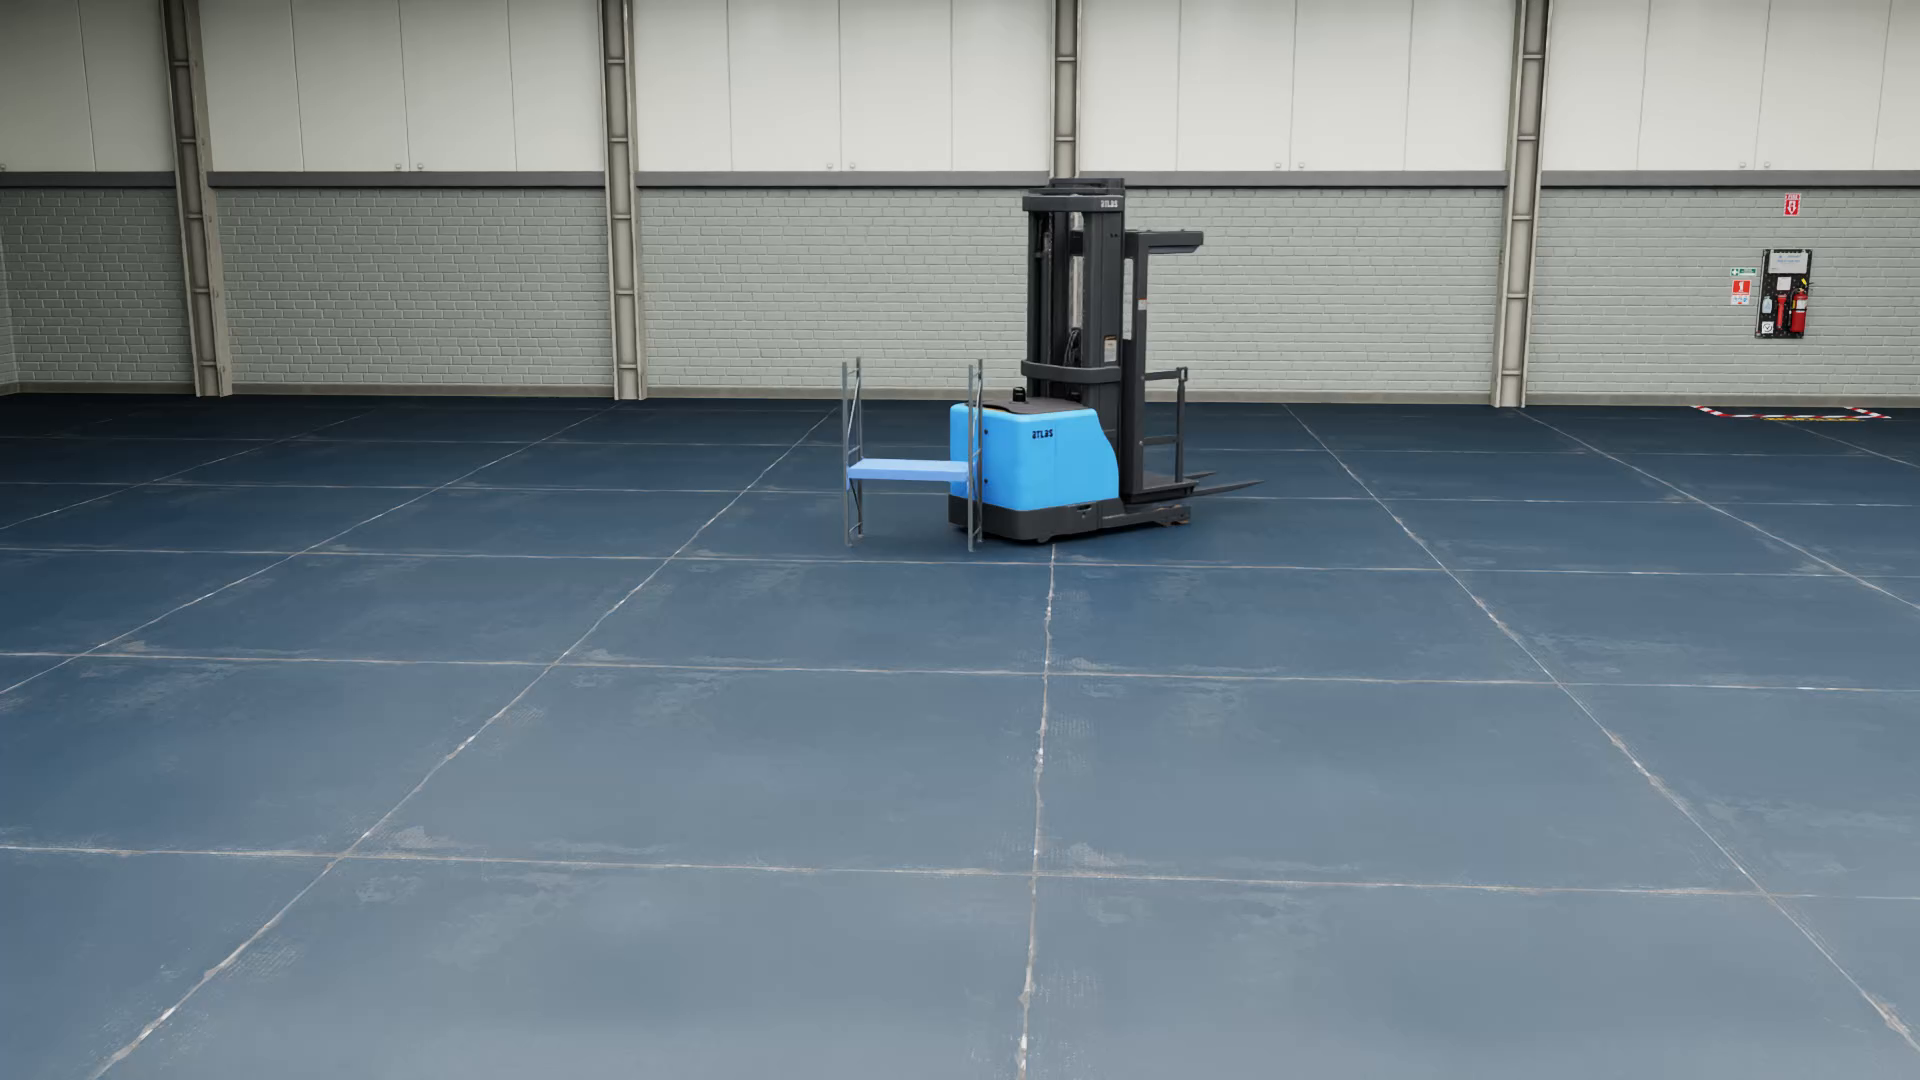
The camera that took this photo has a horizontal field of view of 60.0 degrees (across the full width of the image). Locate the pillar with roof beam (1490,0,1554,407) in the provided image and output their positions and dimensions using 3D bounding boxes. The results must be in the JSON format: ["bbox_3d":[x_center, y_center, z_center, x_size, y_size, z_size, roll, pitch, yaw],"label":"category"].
[{"bbox_3d":[7.094,-5.336,17.301,0.400,9.000,9.100,1,12,4],"label":"pillar with roof beam"}]

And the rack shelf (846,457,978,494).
[{"bbox_3d":[-0.375,-0.530,13.515,1.000,0.185,0.538,2,12,10],"label":"rack shelf"}]

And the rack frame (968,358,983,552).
[{"bbox_3d":[0.125,-0.687,13.388,0.032,1.500,0.500,2,12,10],"label":"rack frame"}]

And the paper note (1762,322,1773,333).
[{"bbox_3d":[10.733,-2.824,22.095,0.142,0.148,0.016,1,12,4],"label":"paper note"}]

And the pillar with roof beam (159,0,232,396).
[{"bbox_3d":[-10.866,-5.583,18.478,0.400,9.000,9.100,1,12,4],"label":"pillar with roof beam"}]

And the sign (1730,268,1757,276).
[{"bbox_3d":[10.364,-3.543,21.996,0.331,0.109,0.001,1,12,4],"label":"sign"}]

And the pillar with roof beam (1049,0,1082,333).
[{"bbox_3d":[1.107,-5.418,17.693,0.400,9.000,9.100,1,12,4],"label":"pillar with roof beam"}]

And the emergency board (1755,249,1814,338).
[{"bbox_3d":[10.905,-3.239,21.926,0.643,1.169,0.194,1,12,4],"label":"emergency board"}]

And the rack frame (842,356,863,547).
[{"bbox_3d":[-0.875,-0.724,13.569,0.032,1.500,0.500,2,12,10],"label":"rack frame"}]

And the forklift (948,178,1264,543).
[{"bbox_3d":[1.385,-1.627,14.386,3.031,2.935,1.130,-9,15,-36],"label":"forklift"}]

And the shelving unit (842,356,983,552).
[{"bbox_3d":[-0.375,-0.706,13.478,1.048,1.500,0.538,2,12,10],"label":"shelving unit"}]

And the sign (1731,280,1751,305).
[{"bbox_3d":[10.360,-3.285,22.059,0.234,0.329,0.001,1,12,4],"label":"sign"}]

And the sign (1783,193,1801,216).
[{"bbox_3d":[10.904,-4.394,21.786,0.199,0.298,0.001,1,12,4],"label":"sign"}]

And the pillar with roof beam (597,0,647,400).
[{"bbox_3d":[-4.879,-5.501,18.086,0.400,9.000,9.100,1,12,4],"label":"pillar with roof beam"}]
